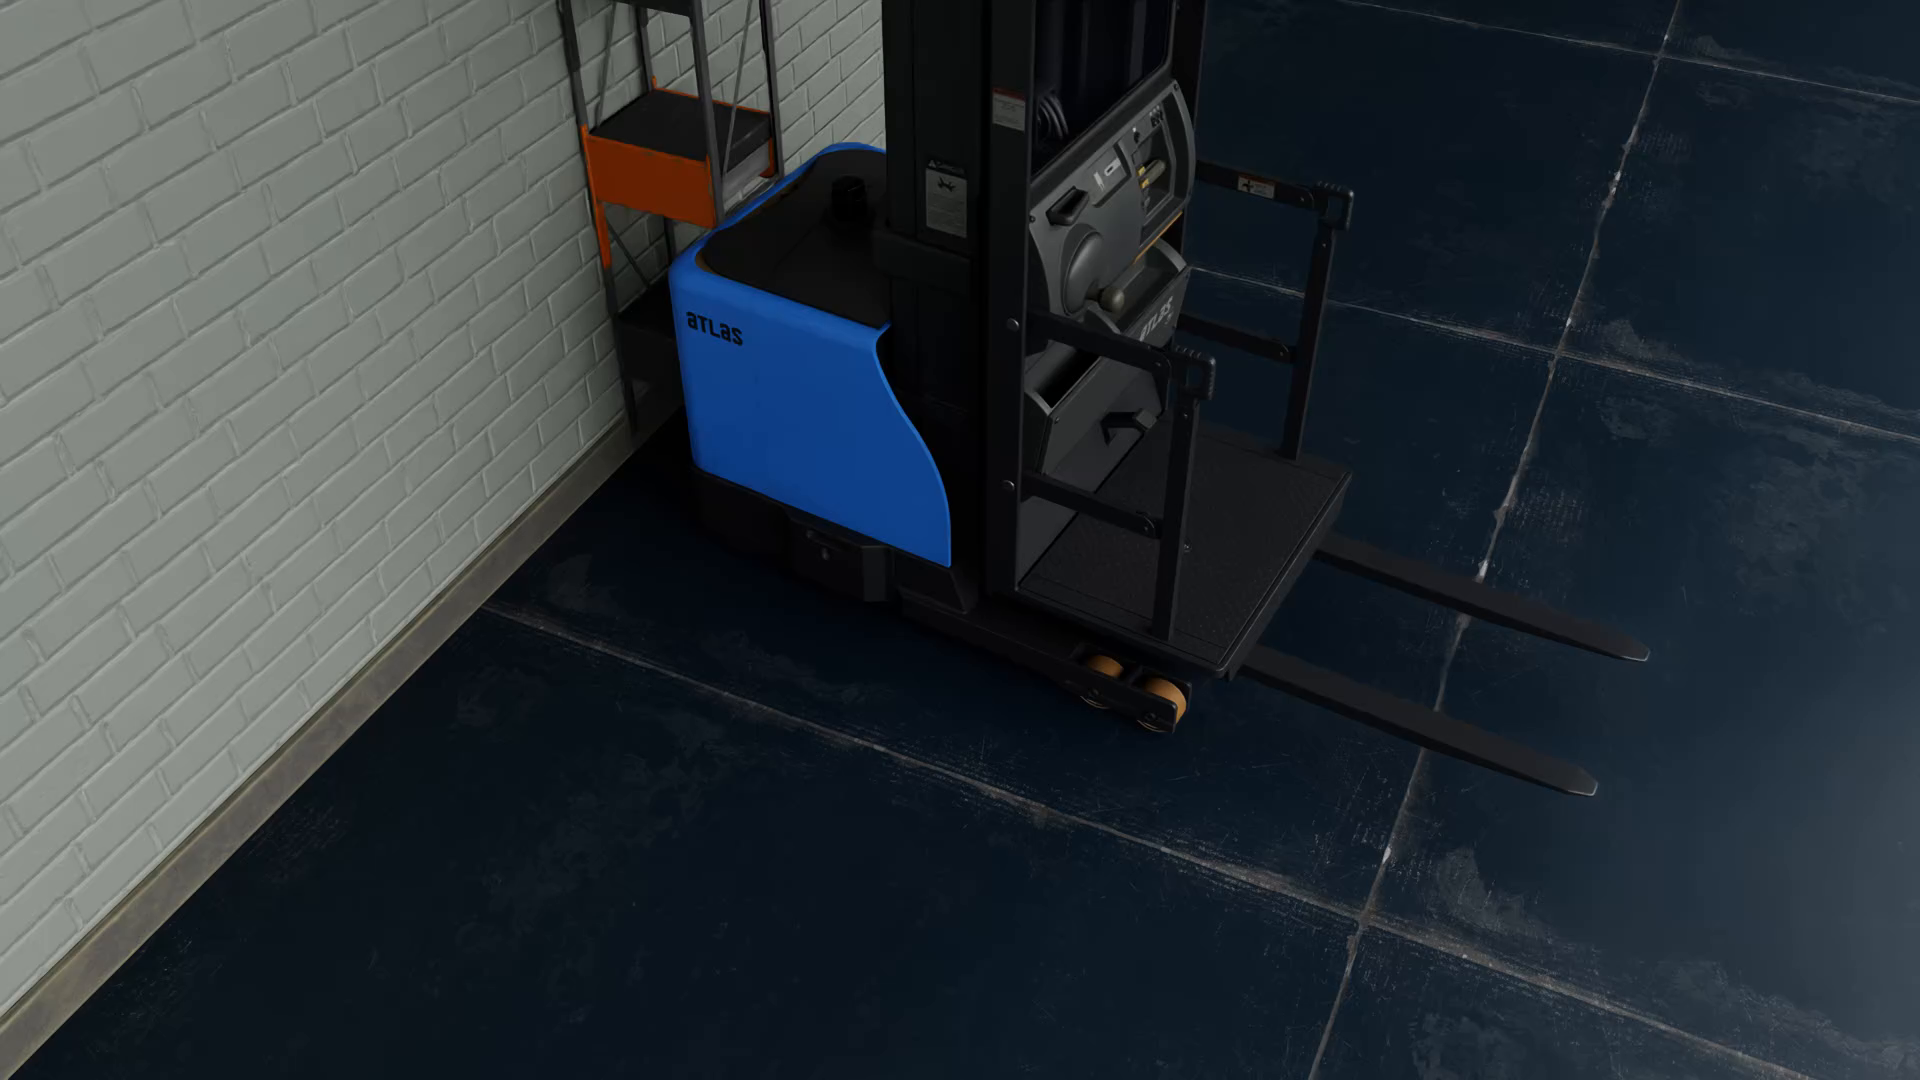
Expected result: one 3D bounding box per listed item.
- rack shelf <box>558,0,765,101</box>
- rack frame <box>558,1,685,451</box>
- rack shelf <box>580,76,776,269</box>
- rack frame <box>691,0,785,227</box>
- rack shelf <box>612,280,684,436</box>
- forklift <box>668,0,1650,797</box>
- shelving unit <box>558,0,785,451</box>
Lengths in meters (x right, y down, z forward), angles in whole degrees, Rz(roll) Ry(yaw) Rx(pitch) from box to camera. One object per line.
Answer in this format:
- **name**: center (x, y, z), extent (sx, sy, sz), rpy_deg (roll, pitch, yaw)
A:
- **rack shelf**: center (-0.902, -1.702, 5.050), extent (0.480, 0.518, 0.431), rpy_deg (17, 43, 20)
- **rack frame**: center (-1.117, -1.246, 5.576), extent (0.015, 2.100, 0.400), rpy_deg (17, 43, 20)
- **rack shelf**: center (-0.898, -1.167, 5.501), extent (0.480, 0.518, 0.431), rpy_deg (17, 43, 20)
- **rack frame**: center (-0.679, -1.109, 5.409), extent (0.015, 2.100, 0.400), rpy_deg (17, 43, 20)
- **rack shelf**: center (-0.894, -0.632, 5.953), extent (0.480, 0.518, 0.431), rpy_deg (17, 43, 20)
- **forklift**: center (0.614, -0.923, 4.577), extent (3.031, 2.935, 1.130), rpy_deg (21, 45, 23)
- **shelving unit**: center (-0.898, -1.177, 5.493), extent (0.503, 2.100, 0.431), rpy_deg (17, 43, 20)
